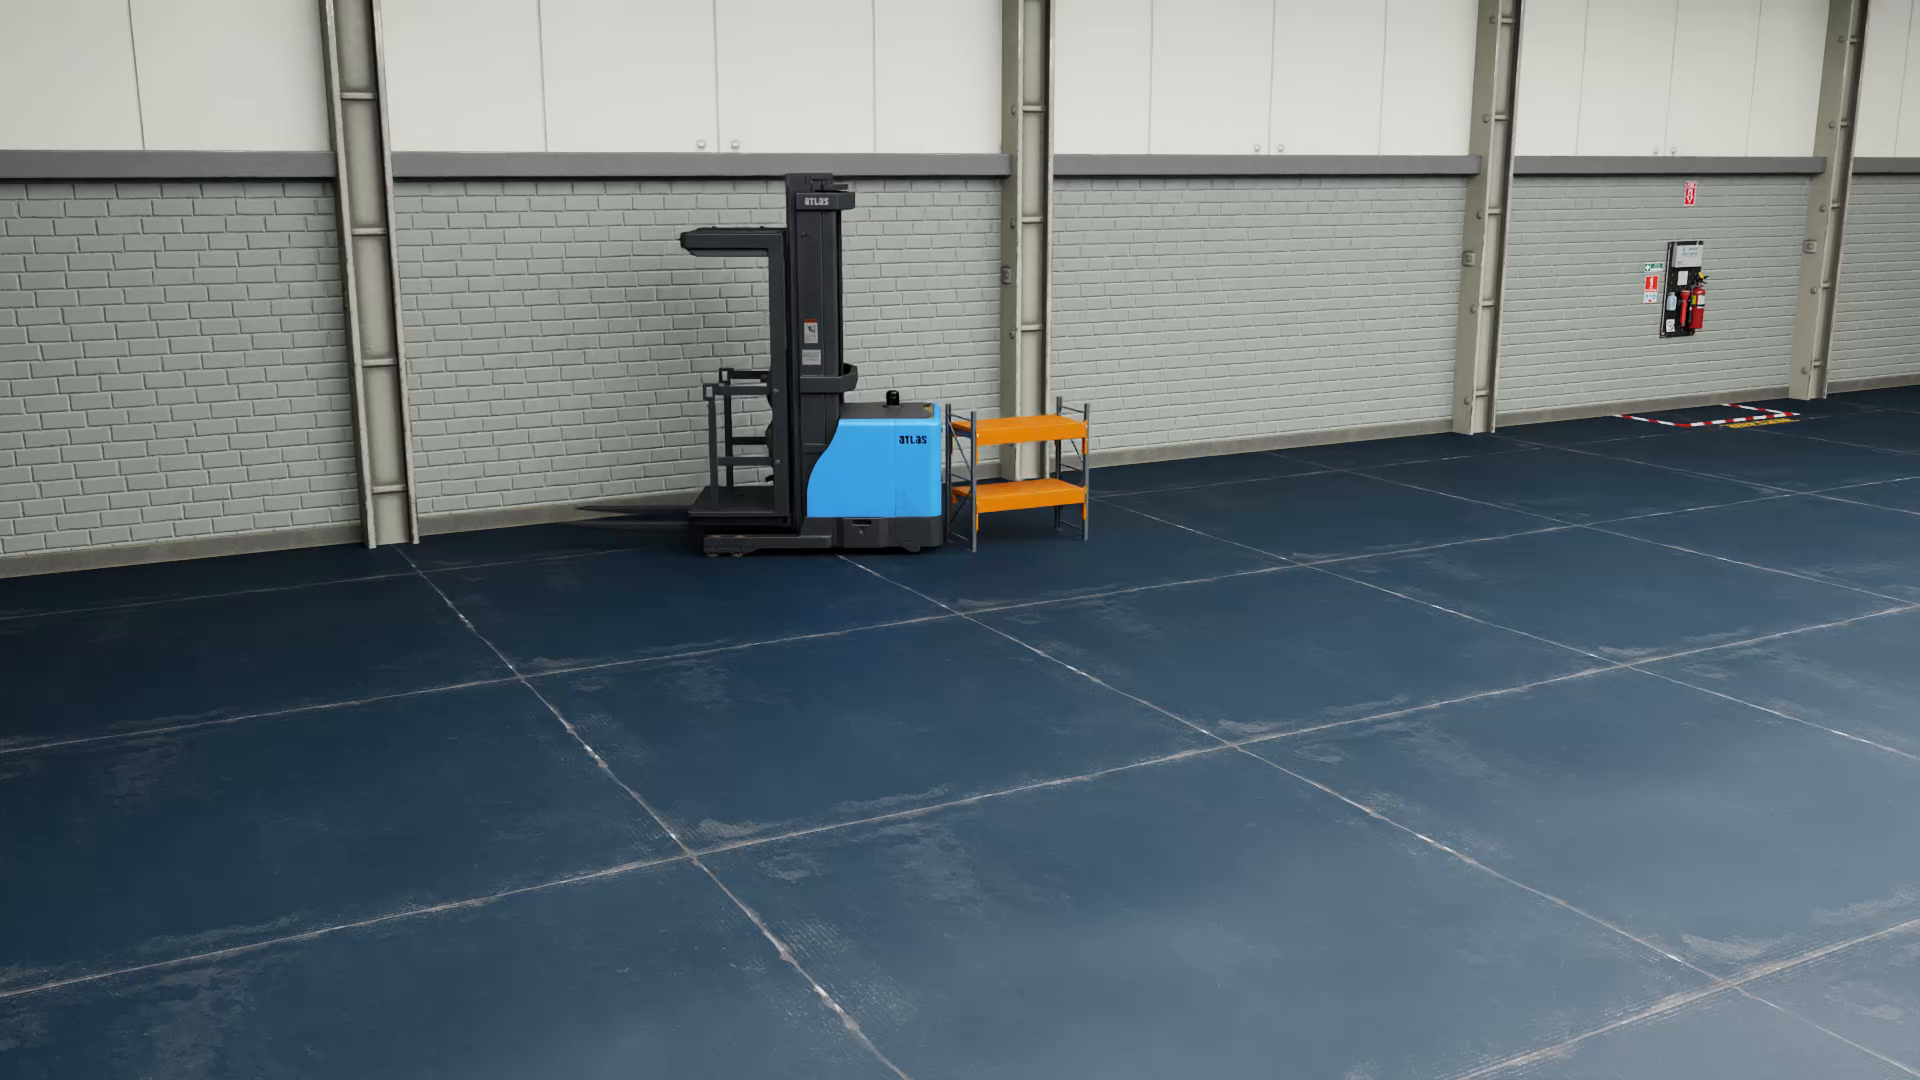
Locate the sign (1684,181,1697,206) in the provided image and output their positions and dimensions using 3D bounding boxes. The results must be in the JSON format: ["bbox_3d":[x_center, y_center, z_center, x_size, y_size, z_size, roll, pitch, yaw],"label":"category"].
[{"bbox_3d":[8.925,-4.237,20.323,0.199,0.298,0.001,-7,14,-28],"label":"sign"}]

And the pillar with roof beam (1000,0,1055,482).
[{"bbox_3d":[2.697,-4.175,11.664,0.400,9.000,9.100,-7,14,-28],"label":"pillar with roof beam"}]

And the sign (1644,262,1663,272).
[{"bbox_3d":[8.454,-3.324,20.258,0.331,0.109,0.001,-7,14,-28],"label":"sign"}]

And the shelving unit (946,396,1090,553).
[{"bbox_3d":[0.464,-0.545,13.469,1.048,1.125,0.538,-6,14,-25],"label":"shelving unit"}]

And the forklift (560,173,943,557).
[{"bbox_3d":[-1.655,-1.416,13.228,3.031,2.935,1.130,0,13,-1],"label":"forklift"}]

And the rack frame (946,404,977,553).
[{"bbox_3d":[0.007,-0.496,13.252,0.032,1.125,0.500,-6,14,-25],"label":"rack frame"}]

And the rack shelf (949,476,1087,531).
[{"bbox_3d":[0.464,-0.306,13.523,1.000,0.278,0.538,-6,14,-25],"label":"rack shelf"}]

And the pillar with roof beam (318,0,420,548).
[{"bbox_3d":[-2.569,-3.544,8.859,0.400,9.000,9.100,-7,14,-28],"label":"pillar with roof beam"}]

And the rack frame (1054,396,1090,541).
[{"bbox_3d":[0.921,-0.594,13.686,0.032,1.125,0.500,-6,14,-25],"label":"rack frame"}]

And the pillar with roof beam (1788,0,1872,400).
[{"bbox_3d":[13.230,-5.437,17.273,0.400,9.000,9.100,-7,14,-28],"label":"pillar with roof beam"}]

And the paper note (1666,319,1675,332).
[{"bbox_3d":[8.792,-2.652,20.569,0.142,0.148,0.016,-7,14,-28],"label":"paper note"}]

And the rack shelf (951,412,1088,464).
[{"bbox_3d":[0.464,-0.831,13.405,1.000,0.278,0.538,-6,14,-25],"label":"rack shelf"}]

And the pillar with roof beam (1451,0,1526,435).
[{"bbox_3d":[7.964,-4.806,14.469,0.400,9.000,9.100,-7,14,-28],"label":"pillar with roof beam"}]

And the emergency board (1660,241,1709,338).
[{"bbox_3d":[8.980,-3.087,20.496,0.643,1.169,0.194,-7,14,-28],"label":"emergency board"}]

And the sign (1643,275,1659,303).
[{"bbox_3d":[8.445,-3.067,20.322,0.234,0.329,0.001,-7,14,-28],"label":"sign"}]
